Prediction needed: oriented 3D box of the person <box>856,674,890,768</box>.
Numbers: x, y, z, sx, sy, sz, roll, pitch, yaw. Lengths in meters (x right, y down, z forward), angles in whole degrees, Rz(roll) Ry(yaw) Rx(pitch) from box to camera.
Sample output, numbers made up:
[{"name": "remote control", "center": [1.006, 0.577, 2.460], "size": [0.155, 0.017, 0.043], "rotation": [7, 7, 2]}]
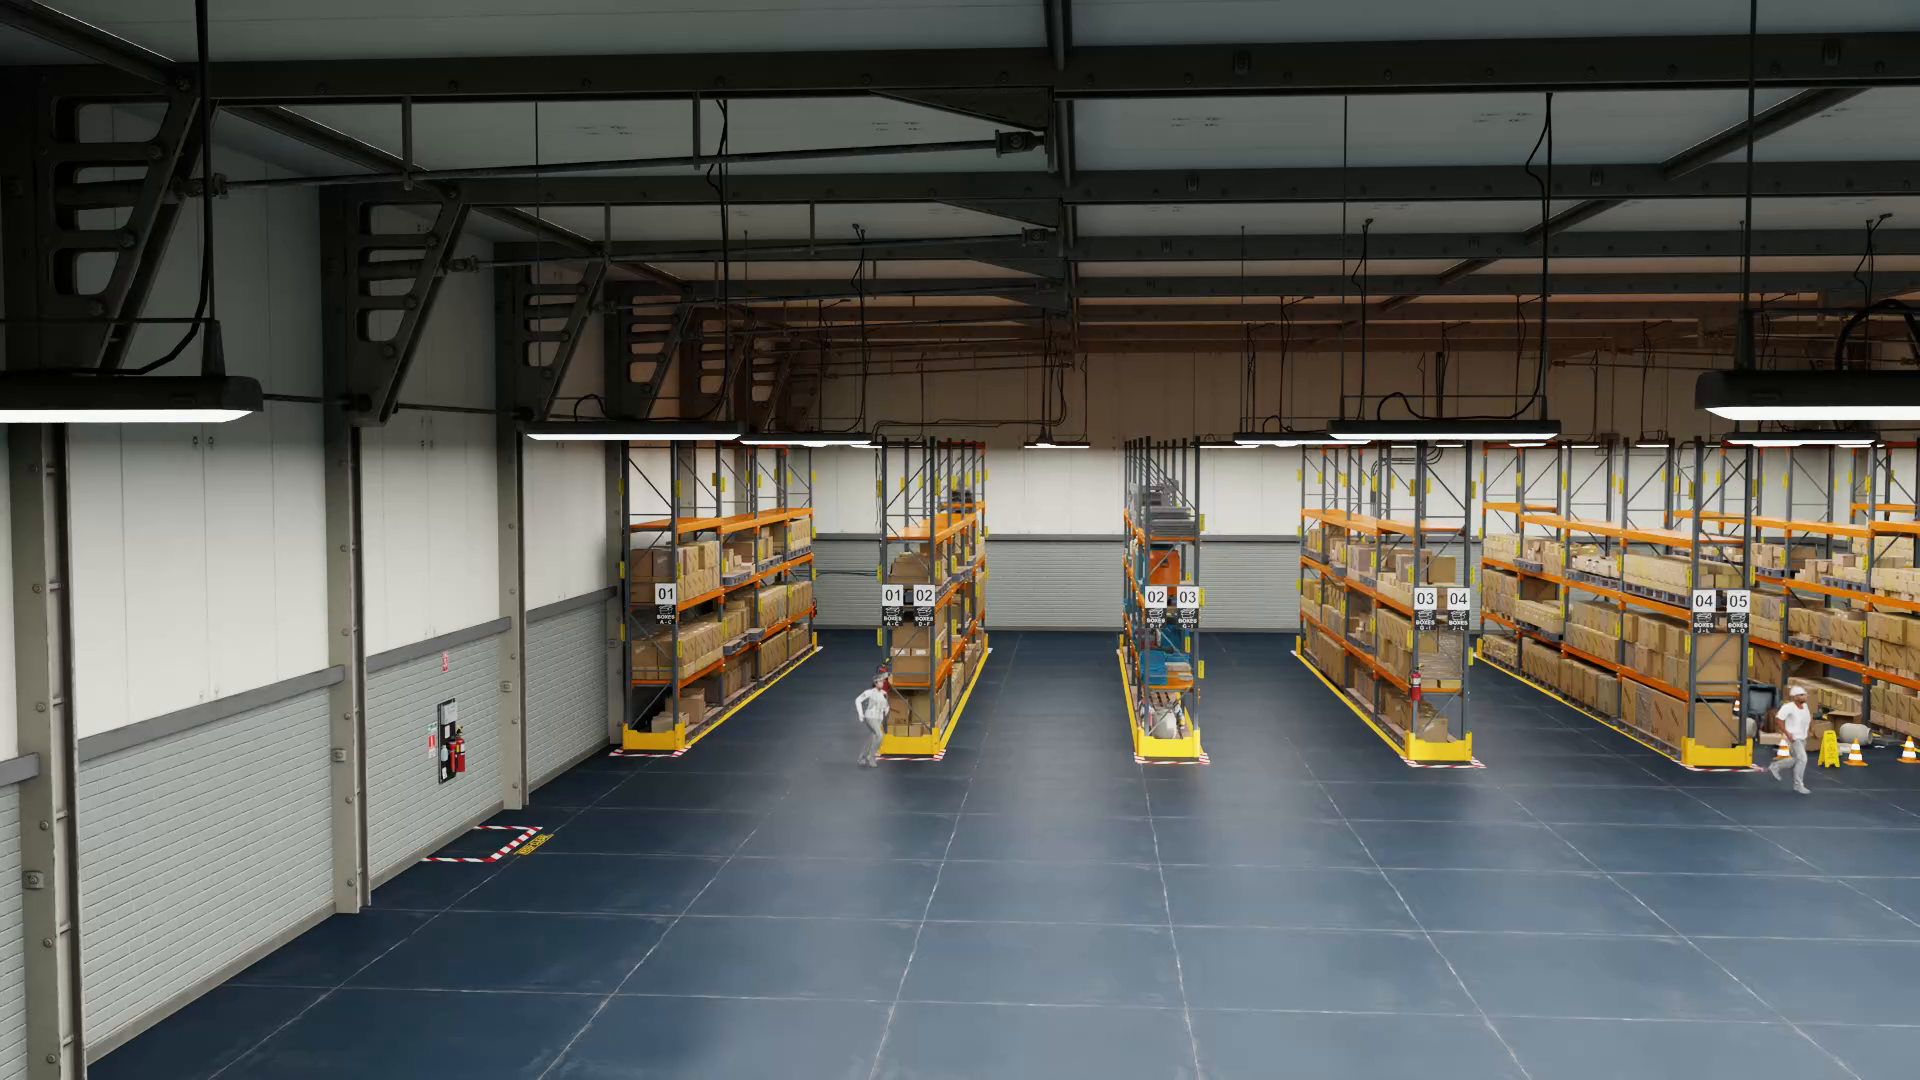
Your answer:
[{"name": "person", "center": [-1.534, 3.272, 30.257], "size": [0.645, 1.656, 0.608], "rotation": [3, 4, 44]}]

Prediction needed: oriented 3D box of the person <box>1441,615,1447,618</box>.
[{"name": "person", "center": [13.179, 2.457, 46.018], "size": [0.622, 1.714, 0.724], "rotation": [1, 3, 12]}]

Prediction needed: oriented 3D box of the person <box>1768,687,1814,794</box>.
[{"name": "person", "center": [14.044, 3.343, 28.090], "size": [0.694, 1.772, 0.810], "rotation": [-2, 4, -32]}]
